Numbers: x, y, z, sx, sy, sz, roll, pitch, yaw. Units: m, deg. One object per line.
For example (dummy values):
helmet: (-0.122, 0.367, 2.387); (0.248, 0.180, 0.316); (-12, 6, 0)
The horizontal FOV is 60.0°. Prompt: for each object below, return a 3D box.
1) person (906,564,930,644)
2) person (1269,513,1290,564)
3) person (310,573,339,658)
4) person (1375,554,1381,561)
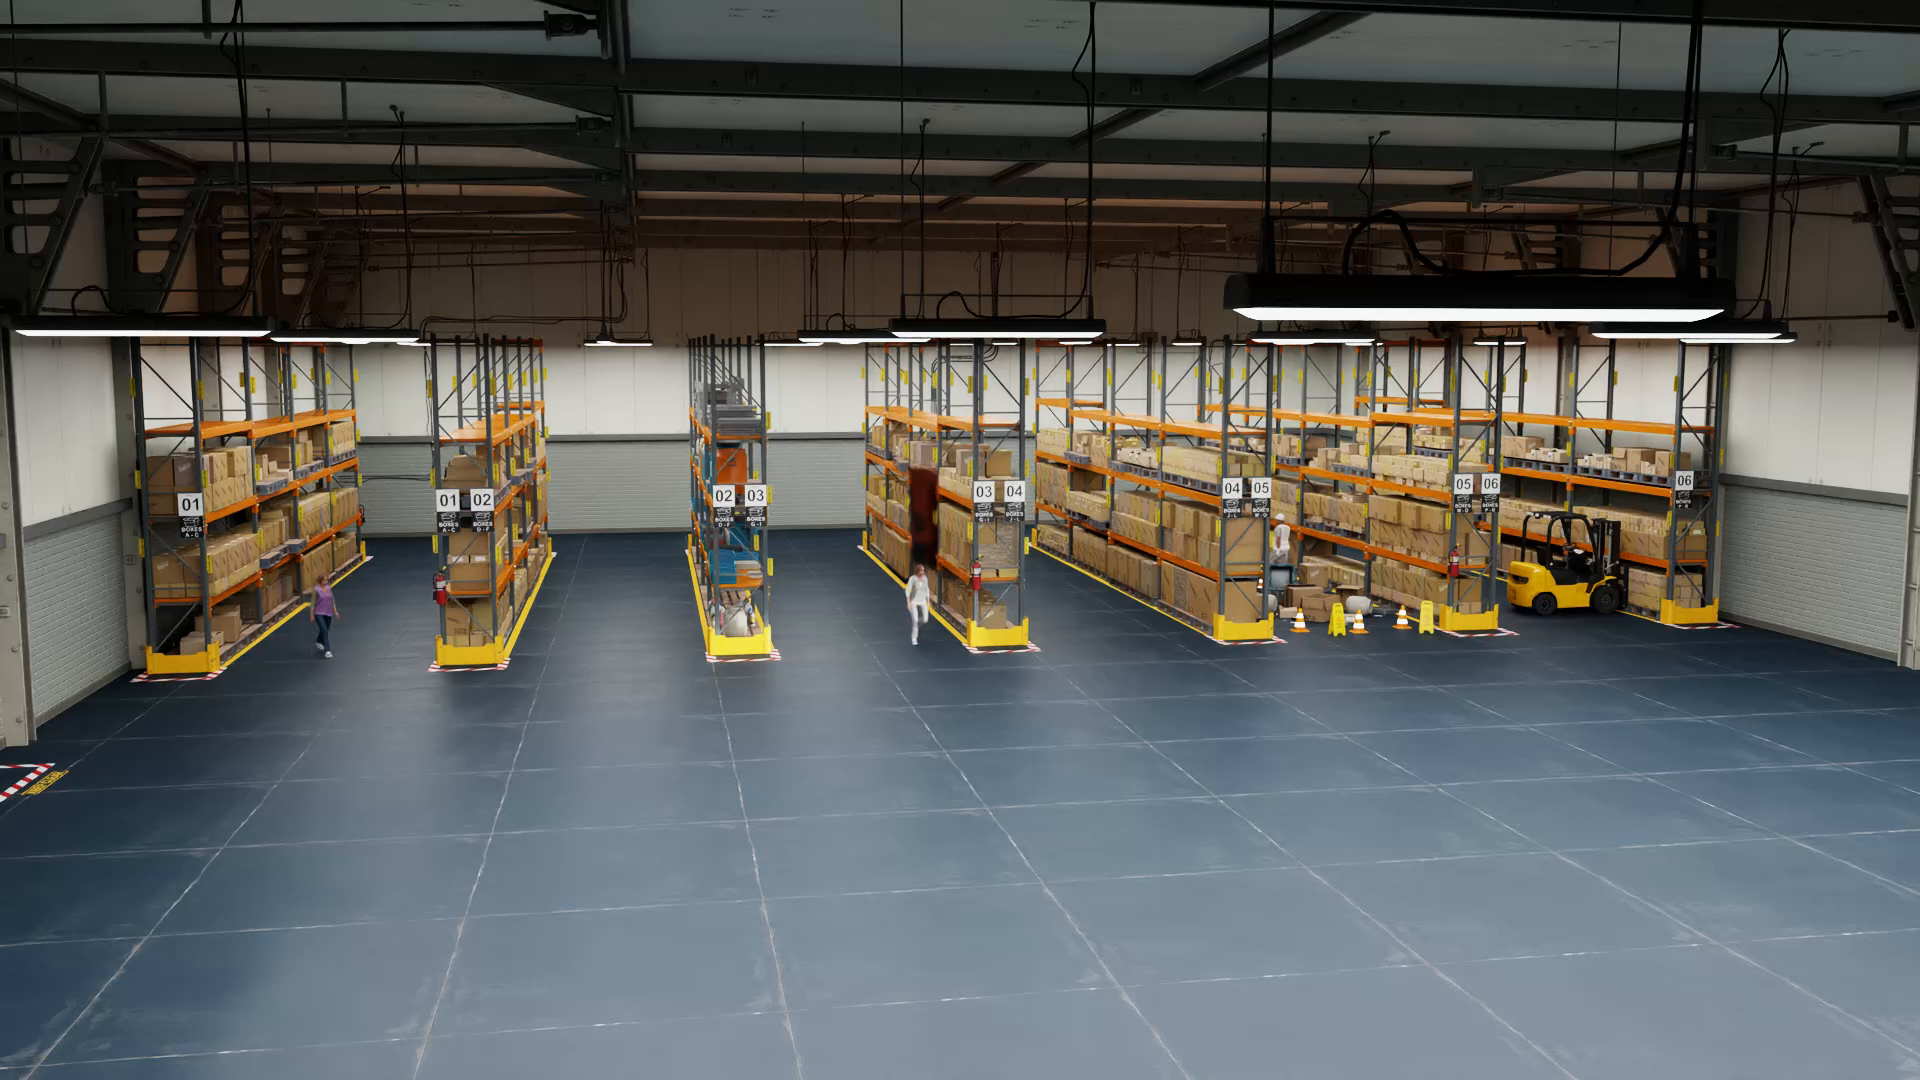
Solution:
person: (-0.856, 1.234, 32.515); (0.481, 1.577, 0.517); (-3, 7, -24)
person: (7.741, 0.243, 40.020); (0.559, 1.762, 0.512); (-4, 8, -31)
person: (-11.922, 1.378, 31.103); (0.477, 1.538, 0.988); (-6, 9, -43)
person: (10.585, 0.080, 41.625); (0.614, 1.775, 0.610); (-1, 7, -9)
